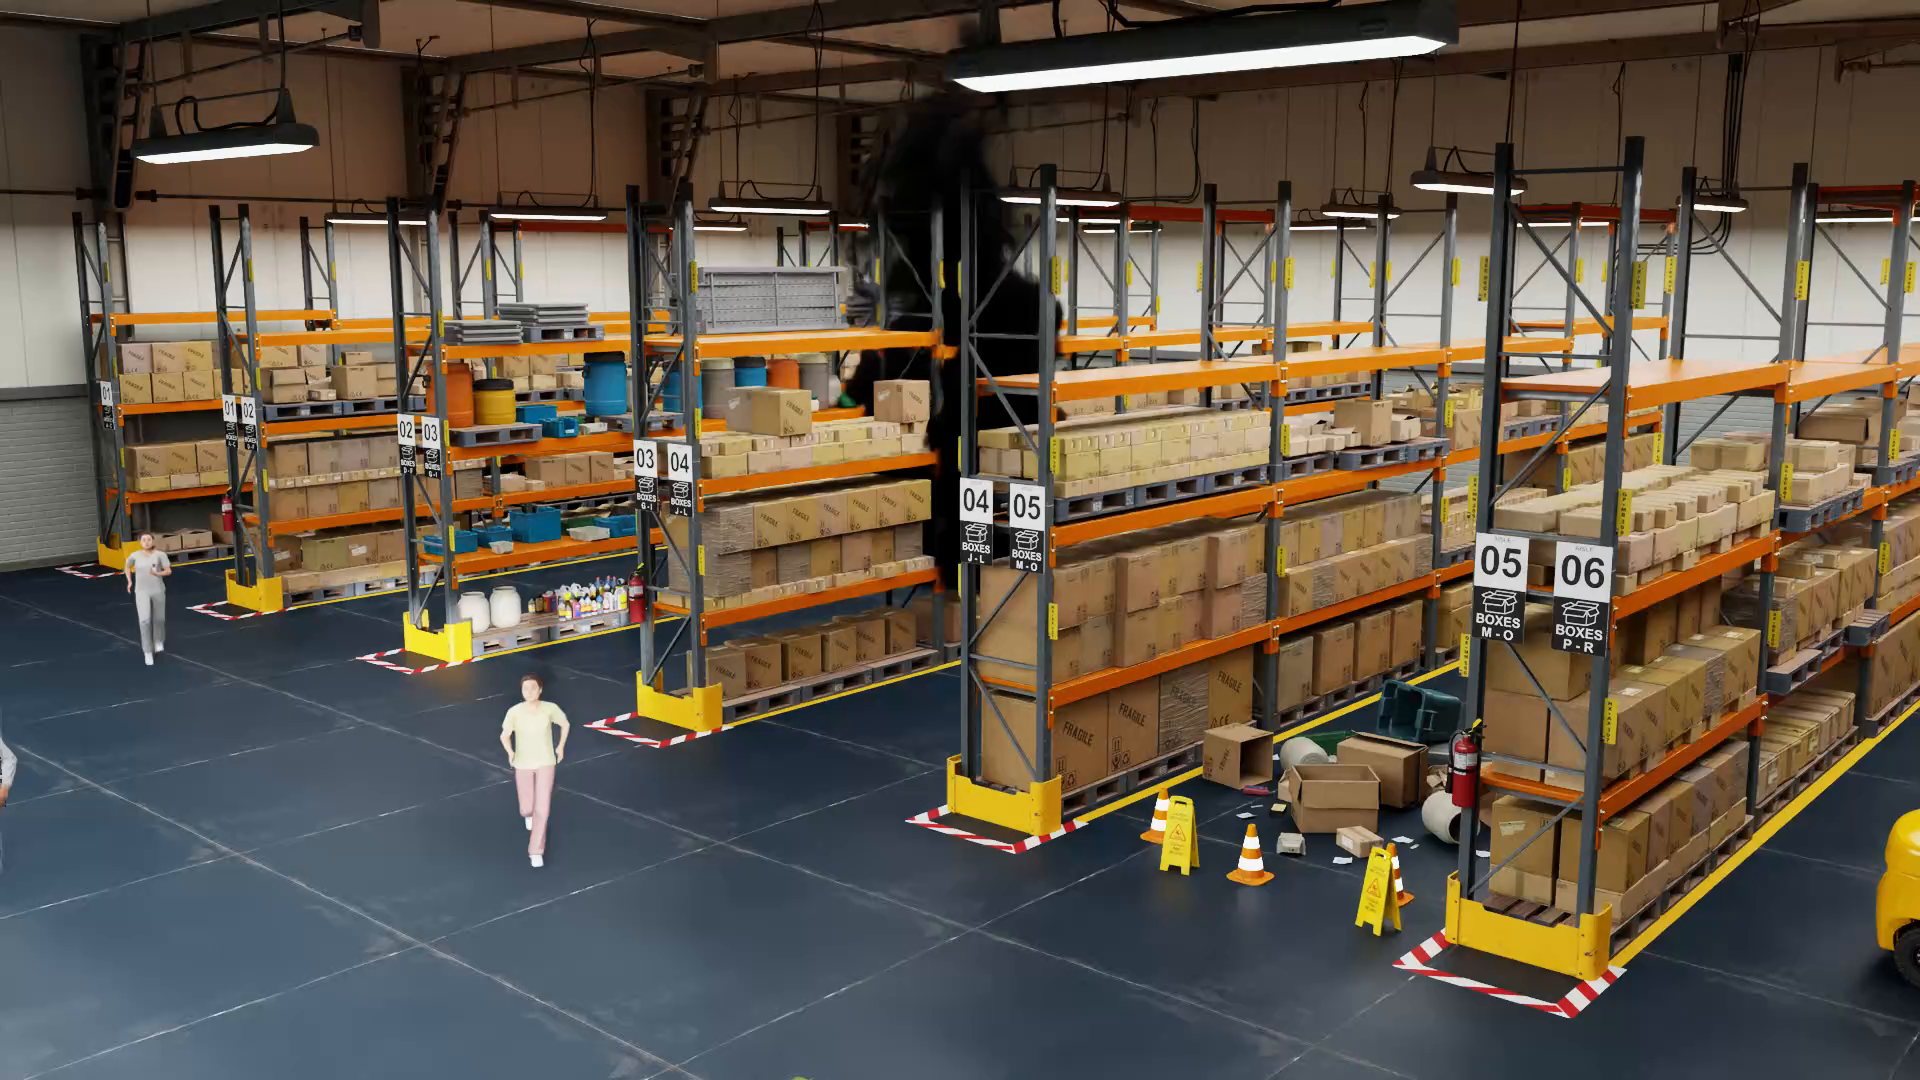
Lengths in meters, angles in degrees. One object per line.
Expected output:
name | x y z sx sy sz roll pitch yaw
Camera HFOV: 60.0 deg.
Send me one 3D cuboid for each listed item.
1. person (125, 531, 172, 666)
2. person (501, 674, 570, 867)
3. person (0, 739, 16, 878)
person | -10.616 0.800 21.815 0.543 1.361 0.829 -5 11 -27
person | -3.713 1.972 14.586 0.594 1.632 0.791 -2 10 -12
person | -8.018 2.103 13.474 0.690 1.726 0.600 -4 10 -24
